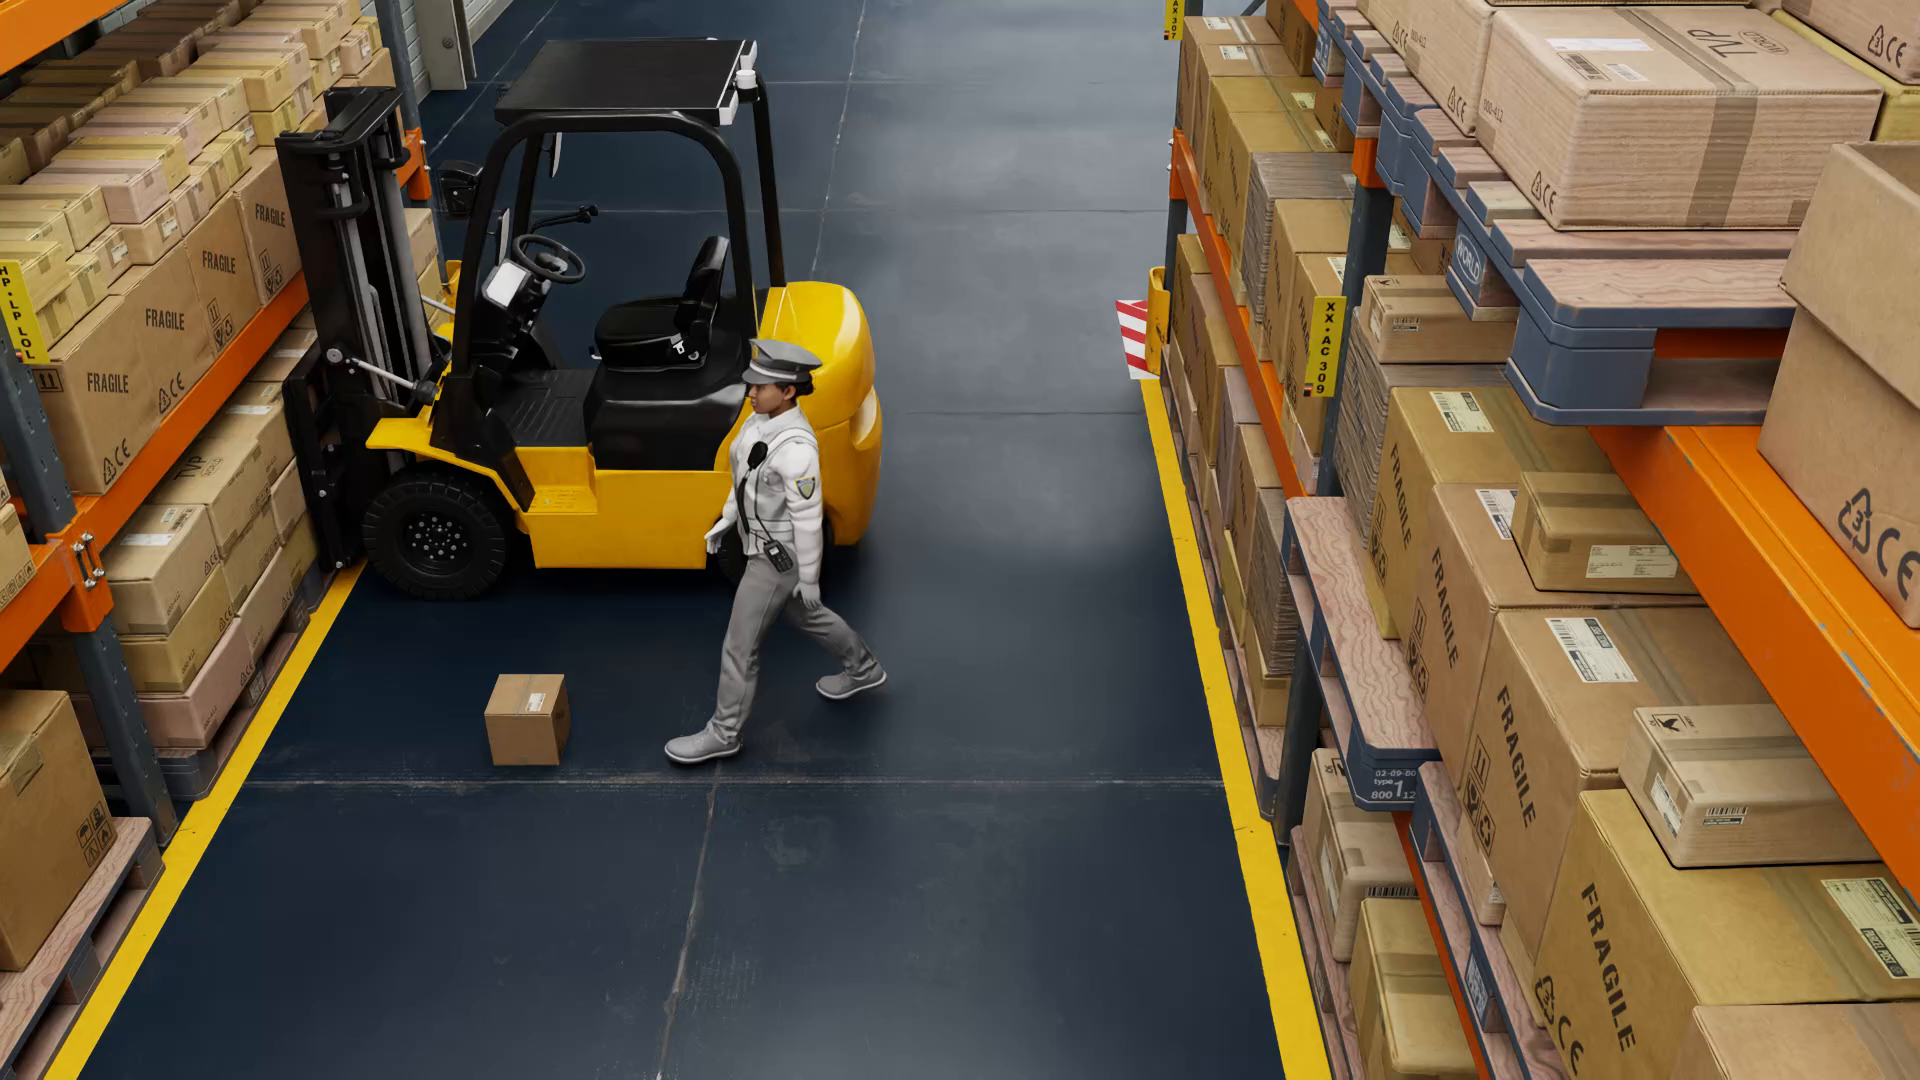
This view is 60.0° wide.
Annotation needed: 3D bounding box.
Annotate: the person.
[{"bbox_3d":[-0.709,0.019,6.076,0.902,1.645,0.505,-7,32,-12],"label":"person"}]
